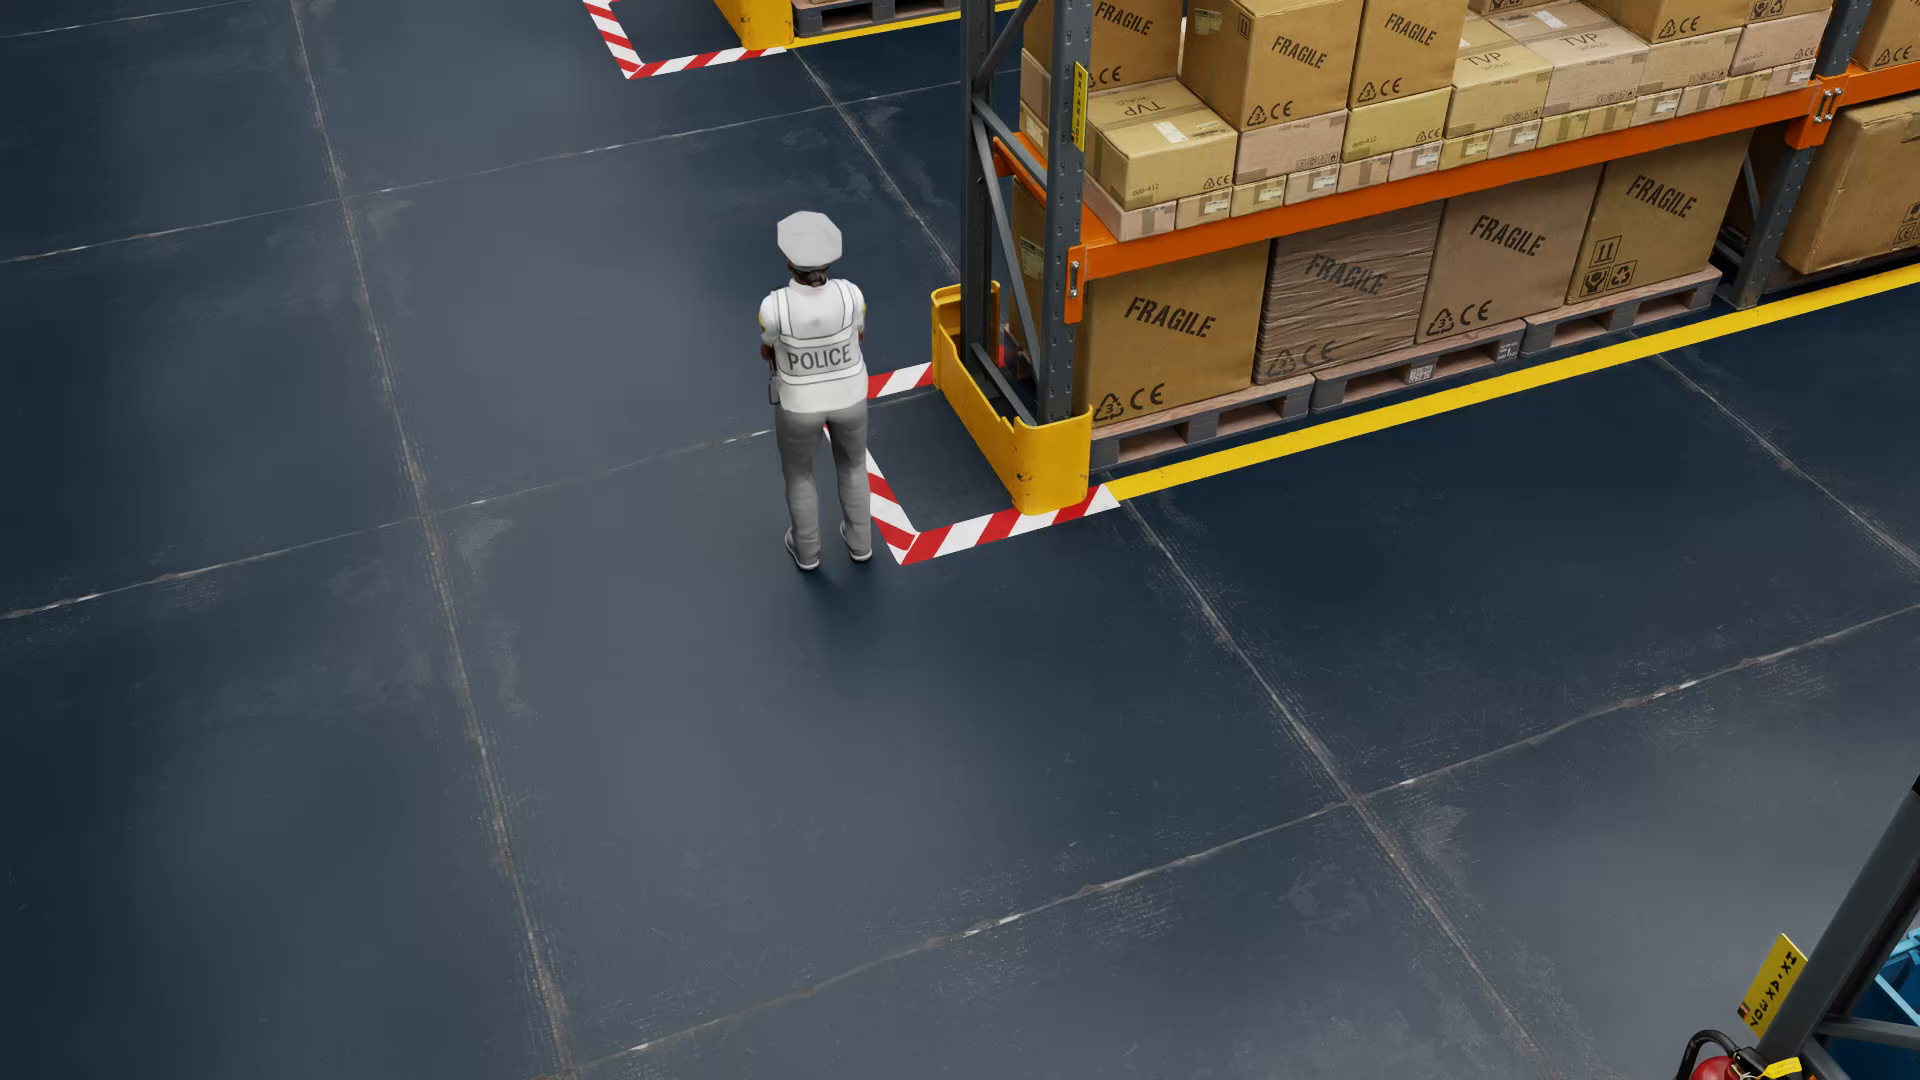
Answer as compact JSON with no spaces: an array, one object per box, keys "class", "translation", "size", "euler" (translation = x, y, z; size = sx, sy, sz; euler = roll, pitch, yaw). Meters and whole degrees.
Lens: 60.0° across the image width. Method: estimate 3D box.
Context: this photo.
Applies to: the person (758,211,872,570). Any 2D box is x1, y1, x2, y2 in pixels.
[{"class":"person","translation":[-0.596,-0.631,6.845],"size":[0.435,1.692,0.520],"euler":[-11,43,-12]}]
